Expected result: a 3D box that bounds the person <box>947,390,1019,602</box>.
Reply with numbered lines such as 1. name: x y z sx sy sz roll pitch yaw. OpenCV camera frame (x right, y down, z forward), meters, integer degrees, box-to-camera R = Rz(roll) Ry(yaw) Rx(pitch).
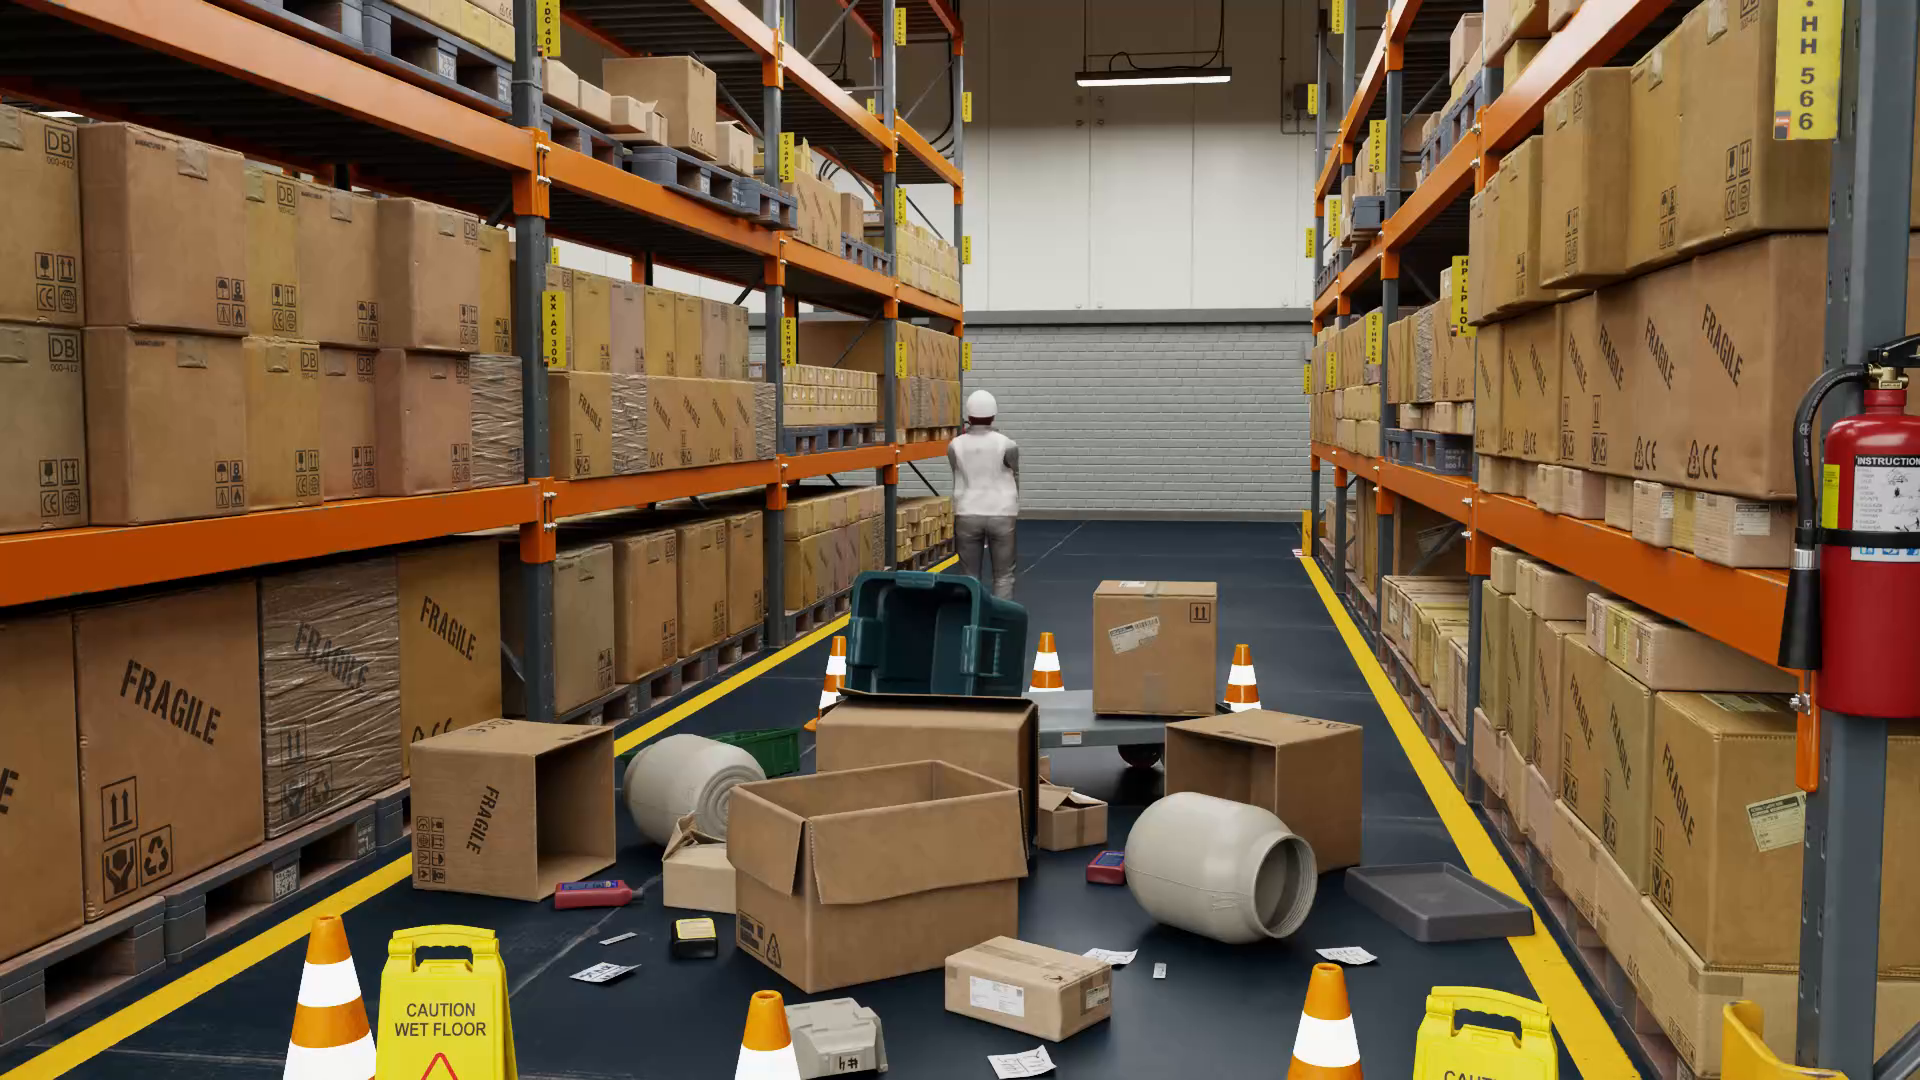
1. person: 0.175 -0.151 11.471 0.494 1.762 0.562 1 4 9
